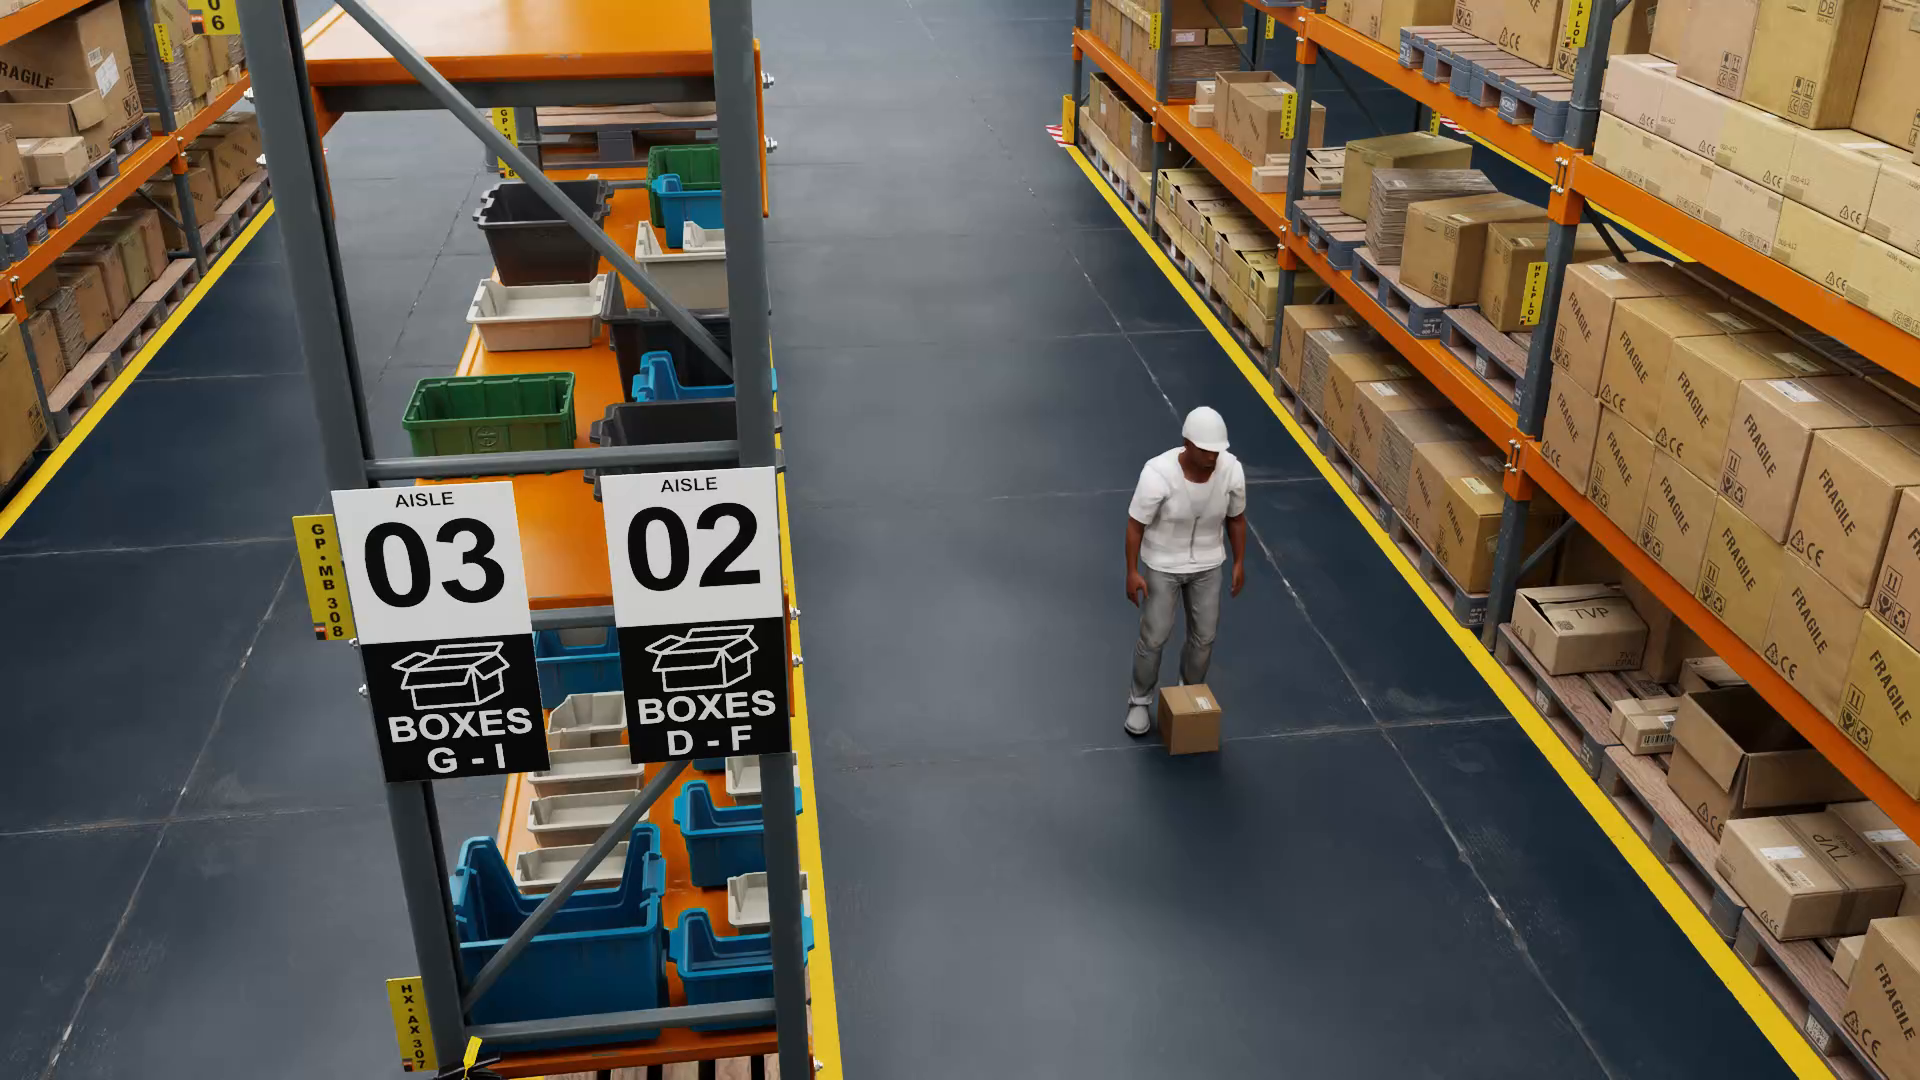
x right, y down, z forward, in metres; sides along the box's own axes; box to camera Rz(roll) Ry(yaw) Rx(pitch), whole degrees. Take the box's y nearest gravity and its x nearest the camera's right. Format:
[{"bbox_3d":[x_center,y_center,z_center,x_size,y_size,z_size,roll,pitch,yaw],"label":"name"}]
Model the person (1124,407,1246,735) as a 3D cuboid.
[{"bbox_3d":[1.132,0.140,8.322,0.634,1.760,0.458,-5,27,-10],"label":"person"}]
